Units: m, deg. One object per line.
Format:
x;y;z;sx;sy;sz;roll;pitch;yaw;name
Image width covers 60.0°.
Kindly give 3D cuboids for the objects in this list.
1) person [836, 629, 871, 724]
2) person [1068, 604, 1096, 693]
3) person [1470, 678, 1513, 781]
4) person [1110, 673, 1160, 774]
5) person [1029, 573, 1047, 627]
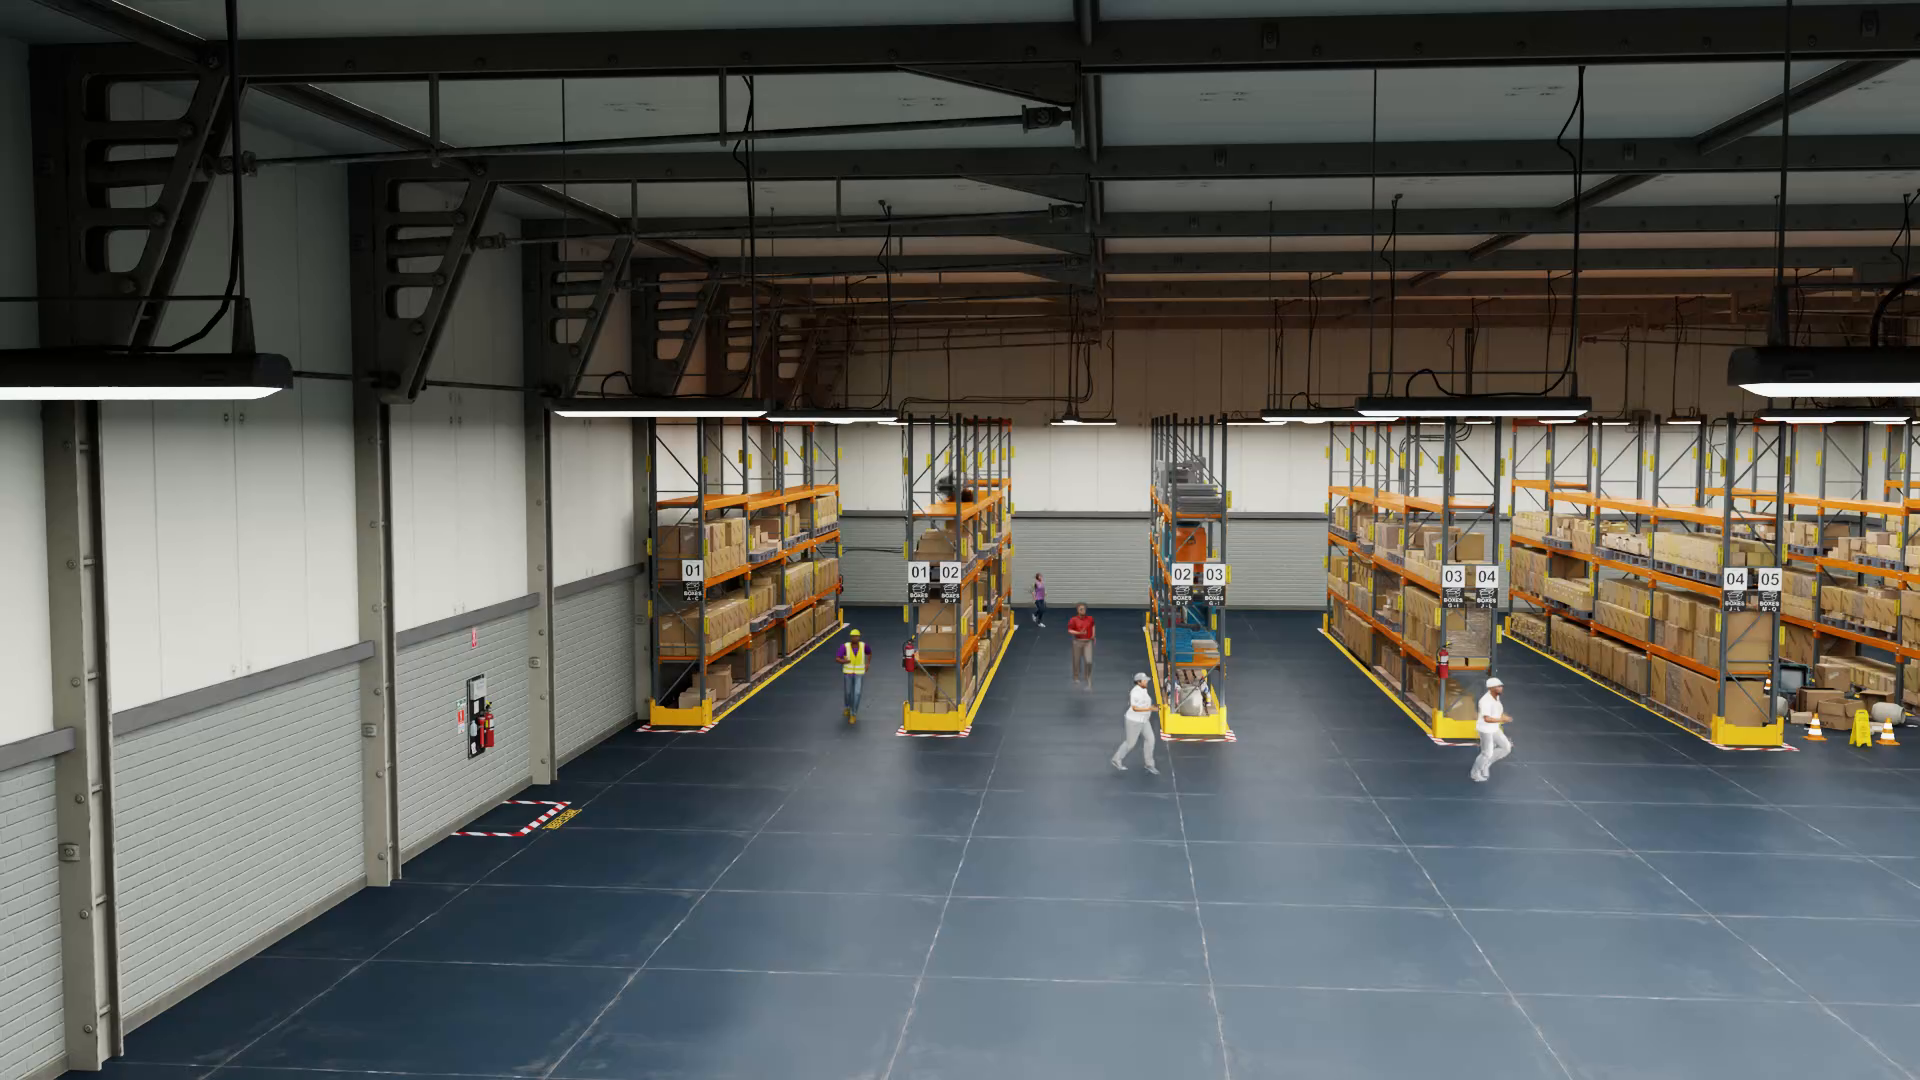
-2.081;2.641;32.563;0.707;1.809;0.828;0;4;-4;person
2.578;2.277;35.024;0.633;1.843;0.739;-1;4;-7;person
8.555;3.050;26.725;0.721;1.707;0.743;3;5;38;person
2.924;3.046;27.594;0.836;1.716;0.564;2;4;26;person
2.256;1.721;48.041;0.577;1.567;0.534;-4;5;-44;person
